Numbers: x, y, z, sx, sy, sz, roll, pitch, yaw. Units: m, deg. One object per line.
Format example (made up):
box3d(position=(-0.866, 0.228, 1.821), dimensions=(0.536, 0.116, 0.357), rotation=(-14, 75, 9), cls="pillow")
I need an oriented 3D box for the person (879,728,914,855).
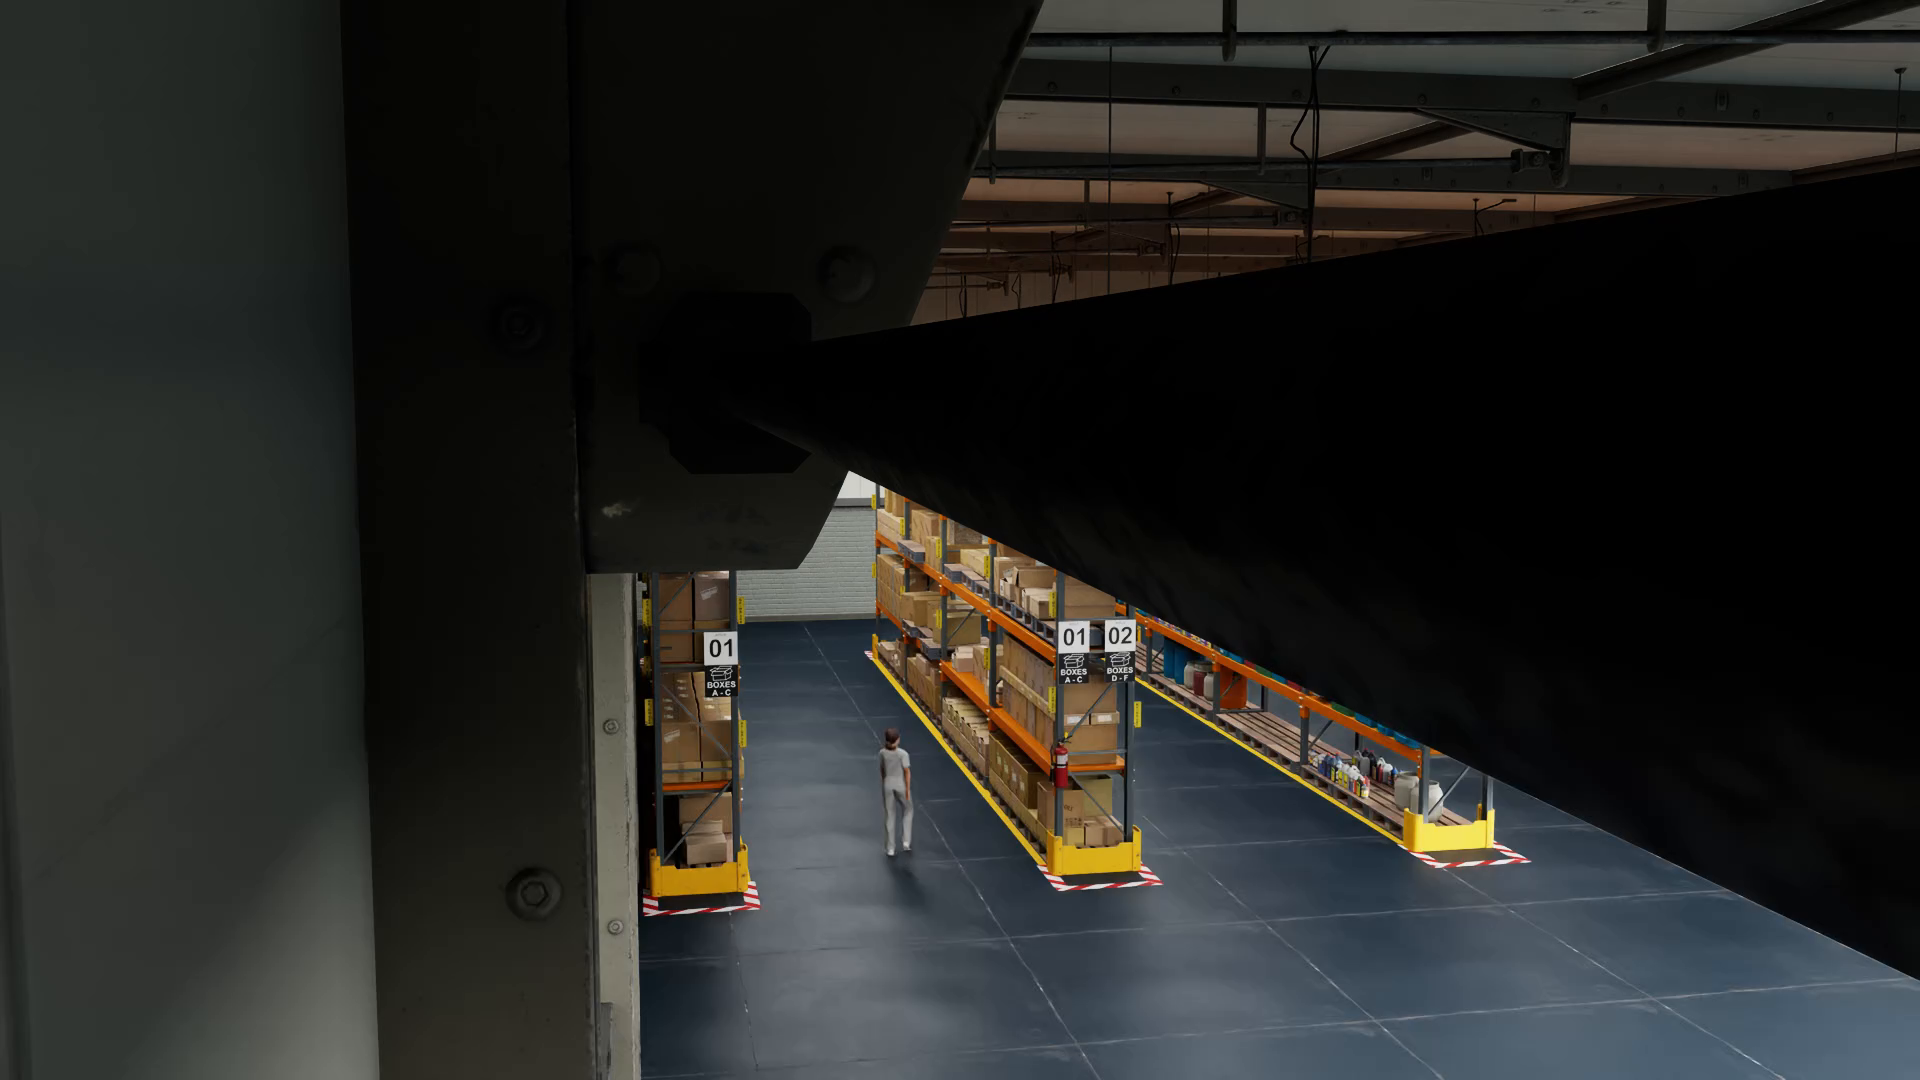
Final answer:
box3d(position=(-0.838, 3.291, 21.751), dimensions=(0.452, 1.725, 0.565), rotation=(1, 6, 12), cls="person")
